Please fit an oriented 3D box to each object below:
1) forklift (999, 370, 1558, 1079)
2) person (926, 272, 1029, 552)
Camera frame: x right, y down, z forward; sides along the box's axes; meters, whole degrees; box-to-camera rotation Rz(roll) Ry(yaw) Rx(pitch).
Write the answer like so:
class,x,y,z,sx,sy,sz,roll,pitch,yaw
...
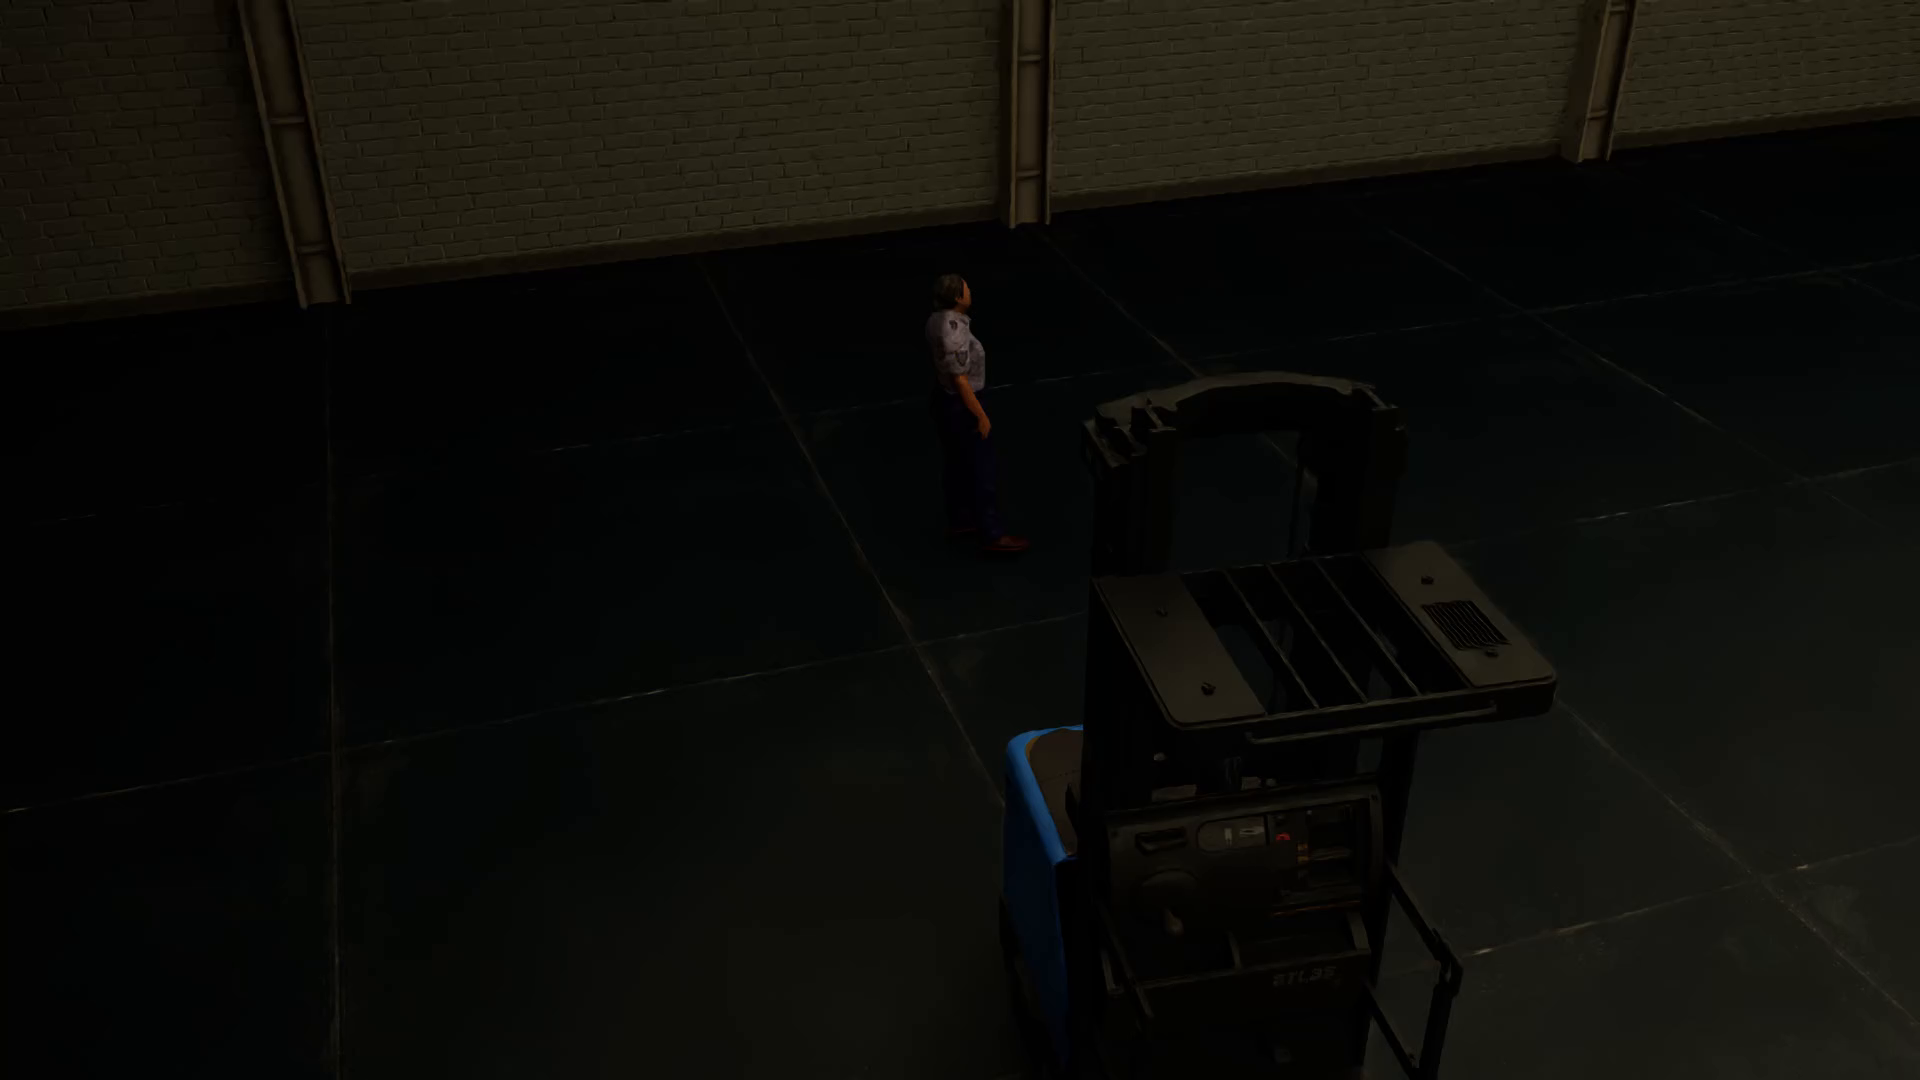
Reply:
class,x,y,z,sx,sy,sz,roll,pitch,yaw
forklift,0.972,1.090,5.193,1.130,2.935,3.031,-6,30,-10
person,0.093,-0.753,9.601,0.502,1.637,0.599,-10,31,-16
